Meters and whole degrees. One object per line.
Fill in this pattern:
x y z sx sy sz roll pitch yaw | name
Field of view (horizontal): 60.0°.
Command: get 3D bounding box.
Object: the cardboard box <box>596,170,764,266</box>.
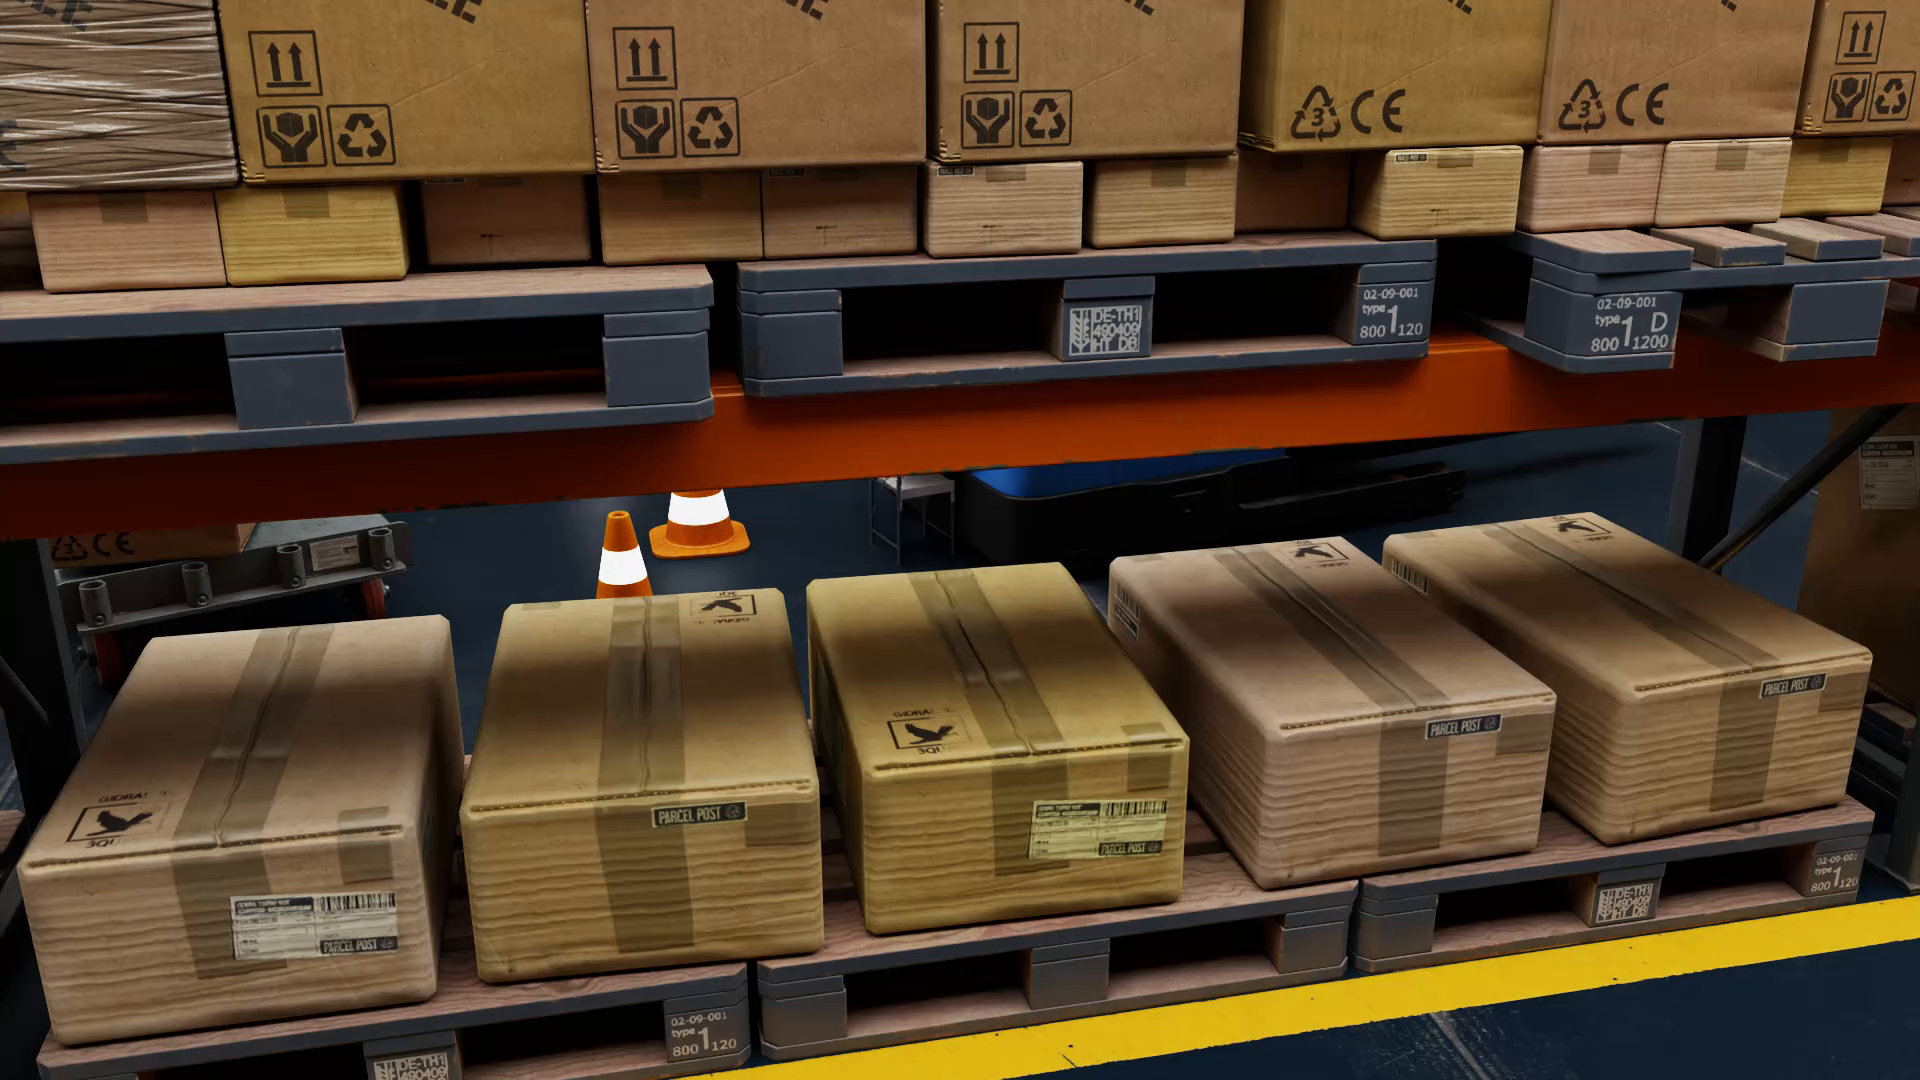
-0.473 -0.568 2.758 0.250 0.149 0.380 -4 21 -12 | cardboard box

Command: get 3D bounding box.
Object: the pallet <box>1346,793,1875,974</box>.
1.285 0.575 3.939 1.213 0.211 1.003 -5 21 -12 | pallet

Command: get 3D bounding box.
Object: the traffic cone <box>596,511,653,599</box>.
-0.962 0.145 4.746 0.334 0.463 0.336 -5 21 -12 | traffic cone

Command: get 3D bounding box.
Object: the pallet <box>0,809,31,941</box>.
-2.492 0.895 3.065 1.213 0.211 1.003 -5 21 -12 | pallet

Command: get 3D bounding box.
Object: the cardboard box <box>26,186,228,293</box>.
-1.236 -0.497 2.564 0.250 0.149 0.380 -4 21 -12 | cardboard box

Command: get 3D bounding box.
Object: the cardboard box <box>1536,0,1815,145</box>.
1.167 -1.006 3.012 0.500 0.500 0.500 -5 21 -13 | cardboard box

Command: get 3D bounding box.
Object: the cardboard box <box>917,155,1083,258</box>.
0.039 -0.590 2.820 0.250 0.149 0.380 -4 20 -10 | cardboard box

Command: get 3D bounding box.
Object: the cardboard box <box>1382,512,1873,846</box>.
1.494 0.282 3.893 0.625 0.372 0.950 -6 21 -16 | cardboard box

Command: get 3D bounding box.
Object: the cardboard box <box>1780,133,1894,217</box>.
1.537 -0.725 3.188 0.250 0.149 0.380 -4 21 -12 | cardboard box

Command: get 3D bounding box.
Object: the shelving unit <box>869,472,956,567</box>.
-0.163 -0.385 5.557 0.210 0.900 0.258 -10 22 -26 | shelving unit

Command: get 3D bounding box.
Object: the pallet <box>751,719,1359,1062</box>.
0.100 0.670 3.678 1.213 0.211 1.003 -5 21 -12 | pallet

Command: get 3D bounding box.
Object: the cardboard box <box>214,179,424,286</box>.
-0.991 -0.513 2.610 0.250 0.149 0.380 -4 21 -11 | cardboard box

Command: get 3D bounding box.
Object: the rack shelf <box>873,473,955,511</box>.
-0.163 -0.184 5.630 0.200 0.077 0.258 -10 22 -26 | rack shelf

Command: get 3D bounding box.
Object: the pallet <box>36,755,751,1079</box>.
-1.089 0.768 3.412 1.213 0.211 1.003 -5 21 -12 | pallet

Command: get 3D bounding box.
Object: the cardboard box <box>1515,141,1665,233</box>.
1.055 -0.673 3.045 0.250 0.149 0.380 -6 21 -15 | cardboard box

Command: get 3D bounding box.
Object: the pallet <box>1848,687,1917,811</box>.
2.831 0.476 4.208 1.213 0.211 1.003 -5 21 -12 | pallet

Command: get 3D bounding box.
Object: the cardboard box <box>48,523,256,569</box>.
-2.285 -0.255 4.682 0.500 0.500 0.500 -5 21 -12 | cardboard box

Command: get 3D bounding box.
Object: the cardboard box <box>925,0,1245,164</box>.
0.145 -0.923 2.785 0.500 0.500 0.500 -6 21 -15 | cardboard box

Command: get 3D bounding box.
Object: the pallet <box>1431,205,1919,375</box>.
1.377 -0.614 3.408 1.003 0.211 1.213 -5 21 -12 | pallet

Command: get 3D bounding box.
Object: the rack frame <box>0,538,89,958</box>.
-1.847 -0.479 2.762 0.127 3.000 1.000 -5 21 -12 | rack frame

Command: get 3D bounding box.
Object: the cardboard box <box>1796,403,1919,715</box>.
2.737 -0.022 3.993 0.875 0.875 0.875 -5 21 -13 | cardboard box

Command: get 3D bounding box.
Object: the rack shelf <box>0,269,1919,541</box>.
0.100 -0.300 3.318 4.000 0.370 1.077 -5 21 -12 | rack shelf

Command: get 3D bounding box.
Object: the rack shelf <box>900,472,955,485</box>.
-0.163 -0.269 5.599 0.200 0.077 0.258 -10 22 -26 | rack shelf

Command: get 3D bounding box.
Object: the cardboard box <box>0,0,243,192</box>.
-1.324 -0.804 2.461 0.500 0.500 0.500 -4 21 -11 | cardboard box

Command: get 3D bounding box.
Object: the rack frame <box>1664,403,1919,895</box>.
2.046 -0.796 3.627 0.127 3.000 1.000 -5 21 -12 | rack frame

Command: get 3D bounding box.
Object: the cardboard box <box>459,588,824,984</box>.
-0.638 0.457 3.416 0.625 0.372 0.950 -3 20 -9 | cardboard box

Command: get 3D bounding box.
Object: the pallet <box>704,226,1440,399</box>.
0.129 -0.536 3.194 1.213 0.211 1.003 -5 21 -12 | pallet

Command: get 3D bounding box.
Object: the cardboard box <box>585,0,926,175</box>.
-0.353 -0.879 2.664 0.500 0.500 0.500 -5 21 -13 | cardboard box

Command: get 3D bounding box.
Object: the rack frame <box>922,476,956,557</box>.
-0.073 -0.401 5.601 0.006 0.900 0.240 -10 22 -26 | rack frame

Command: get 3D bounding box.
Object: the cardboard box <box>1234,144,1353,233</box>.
0.517 -0.669 3.034 0.250 0.149 0.380 -4 21 -12 | cardboard box

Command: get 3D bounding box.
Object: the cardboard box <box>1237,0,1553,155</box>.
0.676 -0.966 2.902 0.500 0.500 0.500 -6 21 -16 | cardboard box

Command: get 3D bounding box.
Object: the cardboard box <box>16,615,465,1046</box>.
-1.337 0.515 3.258 0.625 0.372 0.950 -4 21 -12 | cardboard box

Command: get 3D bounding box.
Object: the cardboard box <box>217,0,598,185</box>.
-0.837 -0.844 2.570 0.500 0.500 0.500 -5 21 -12 | cardboard box

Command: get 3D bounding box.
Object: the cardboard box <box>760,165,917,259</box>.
-0.232 -0.587 2.810 0.250 0.149 0.380 -4 21 -12 | cardboard box

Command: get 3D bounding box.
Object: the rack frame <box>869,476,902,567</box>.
-0.253 -0.369 5.512 0.006 0.900 0.240 -10 22 -26 | rack frame

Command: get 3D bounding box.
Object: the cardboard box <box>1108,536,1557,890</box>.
0.778 0.343 3.727 0.625 0.372 0.950 -5 21 -14 | cardboard box

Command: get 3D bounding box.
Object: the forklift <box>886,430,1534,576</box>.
1.275 -1.599 5.918 3.031 2.935 1.130 -10 22 -26 | forklift

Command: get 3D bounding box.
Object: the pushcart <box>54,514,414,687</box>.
-2.420 -0.007 5.286 0.936 0.377 1.648 -13 24 -31 | pushcart

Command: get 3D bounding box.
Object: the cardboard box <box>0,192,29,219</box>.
-3.712 -1.301 7.485 0.875 0.875 0.875 -4 21 -12 | cardboard box

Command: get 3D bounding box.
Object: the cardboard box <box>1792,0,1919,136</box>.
1.668 -1.051 3.134 0.500 0.500 0.500 -5 21 -14 | cardboard box

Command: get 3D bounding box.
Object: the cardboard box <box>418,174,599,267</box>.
-0.733 -0.561 2.741 0.250 0.149 0.380 -3 20 -9 | cardboard box

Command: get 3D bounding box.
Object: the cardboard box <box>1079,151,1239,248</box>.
0.292 -0.621 2.905 0.250 0.149 0.380 -5 21 -14 | cardboard box

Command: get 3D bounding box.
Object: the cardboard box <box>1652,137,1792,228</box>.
1.302 -0.690 3.092 0.250 0.149 0.380 -5 21 -13 | cardboard box

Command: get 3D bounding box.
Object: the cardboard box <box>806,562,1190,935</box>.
0.038 0.401 3.568 0.625 0.372 0.950 -4 20 -11 | cardboard box

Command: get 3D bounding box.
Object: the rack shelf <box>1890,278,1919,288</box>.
3.992 -0.616 4.182 4.000 0.370 1.077 -5 21 -12 | rack shelf

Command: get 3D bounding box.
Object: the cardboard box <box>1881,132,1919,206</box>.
1.781 -0.770 3.312 0.250 0.149 0.380 -4 20 -10 | cardboard box

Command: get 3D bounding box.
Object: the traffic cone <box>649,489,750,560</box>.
-0.910 -0.213 5.722 0.334 0.463 0.336 -5 21 -12 | traffic cone

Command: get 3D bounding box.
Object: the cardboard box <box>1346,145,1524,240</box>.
0.791 -0.646 2.973 0.250 0.149 0.380 -4 21 -12 | cardboard box

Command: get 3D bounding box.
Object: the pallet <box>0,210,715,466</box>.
-1.069 -0.401 2.828 1.213 0.211 1.003 -5 21 -12 | pallet
